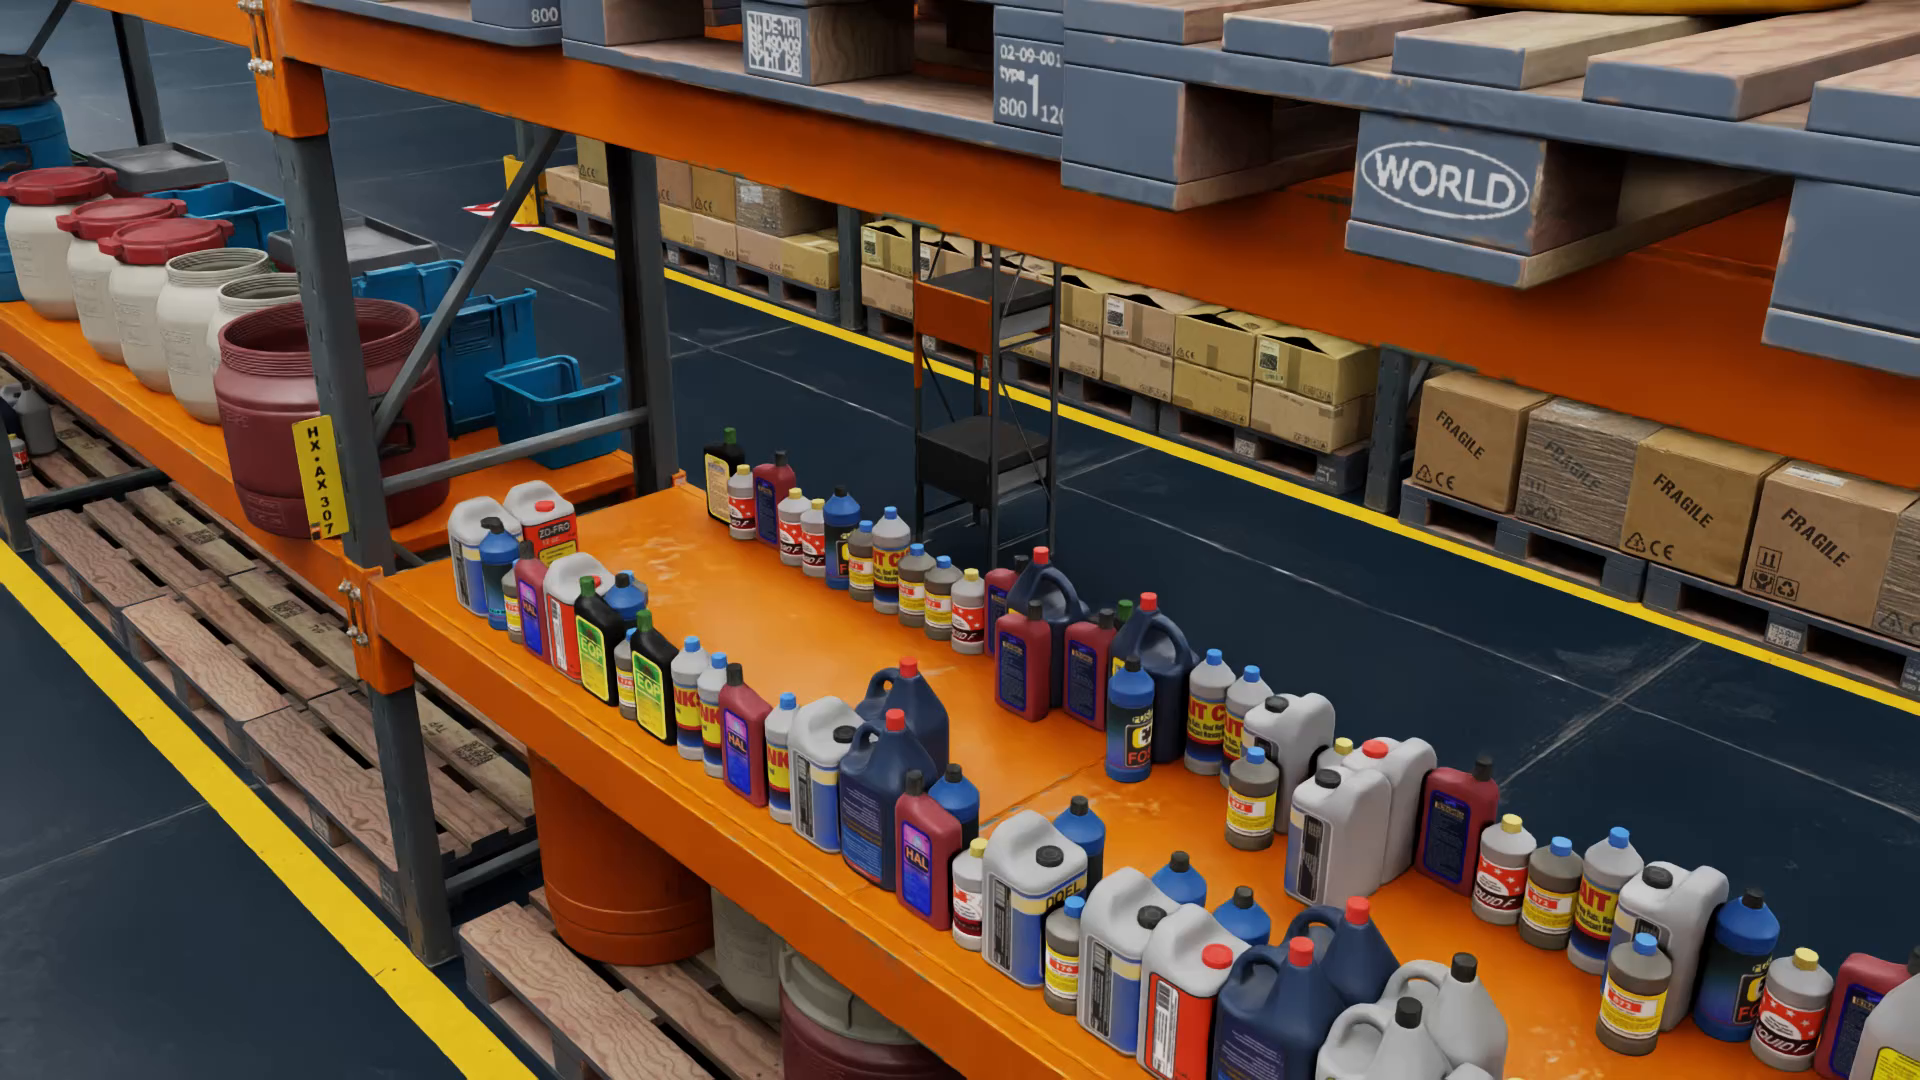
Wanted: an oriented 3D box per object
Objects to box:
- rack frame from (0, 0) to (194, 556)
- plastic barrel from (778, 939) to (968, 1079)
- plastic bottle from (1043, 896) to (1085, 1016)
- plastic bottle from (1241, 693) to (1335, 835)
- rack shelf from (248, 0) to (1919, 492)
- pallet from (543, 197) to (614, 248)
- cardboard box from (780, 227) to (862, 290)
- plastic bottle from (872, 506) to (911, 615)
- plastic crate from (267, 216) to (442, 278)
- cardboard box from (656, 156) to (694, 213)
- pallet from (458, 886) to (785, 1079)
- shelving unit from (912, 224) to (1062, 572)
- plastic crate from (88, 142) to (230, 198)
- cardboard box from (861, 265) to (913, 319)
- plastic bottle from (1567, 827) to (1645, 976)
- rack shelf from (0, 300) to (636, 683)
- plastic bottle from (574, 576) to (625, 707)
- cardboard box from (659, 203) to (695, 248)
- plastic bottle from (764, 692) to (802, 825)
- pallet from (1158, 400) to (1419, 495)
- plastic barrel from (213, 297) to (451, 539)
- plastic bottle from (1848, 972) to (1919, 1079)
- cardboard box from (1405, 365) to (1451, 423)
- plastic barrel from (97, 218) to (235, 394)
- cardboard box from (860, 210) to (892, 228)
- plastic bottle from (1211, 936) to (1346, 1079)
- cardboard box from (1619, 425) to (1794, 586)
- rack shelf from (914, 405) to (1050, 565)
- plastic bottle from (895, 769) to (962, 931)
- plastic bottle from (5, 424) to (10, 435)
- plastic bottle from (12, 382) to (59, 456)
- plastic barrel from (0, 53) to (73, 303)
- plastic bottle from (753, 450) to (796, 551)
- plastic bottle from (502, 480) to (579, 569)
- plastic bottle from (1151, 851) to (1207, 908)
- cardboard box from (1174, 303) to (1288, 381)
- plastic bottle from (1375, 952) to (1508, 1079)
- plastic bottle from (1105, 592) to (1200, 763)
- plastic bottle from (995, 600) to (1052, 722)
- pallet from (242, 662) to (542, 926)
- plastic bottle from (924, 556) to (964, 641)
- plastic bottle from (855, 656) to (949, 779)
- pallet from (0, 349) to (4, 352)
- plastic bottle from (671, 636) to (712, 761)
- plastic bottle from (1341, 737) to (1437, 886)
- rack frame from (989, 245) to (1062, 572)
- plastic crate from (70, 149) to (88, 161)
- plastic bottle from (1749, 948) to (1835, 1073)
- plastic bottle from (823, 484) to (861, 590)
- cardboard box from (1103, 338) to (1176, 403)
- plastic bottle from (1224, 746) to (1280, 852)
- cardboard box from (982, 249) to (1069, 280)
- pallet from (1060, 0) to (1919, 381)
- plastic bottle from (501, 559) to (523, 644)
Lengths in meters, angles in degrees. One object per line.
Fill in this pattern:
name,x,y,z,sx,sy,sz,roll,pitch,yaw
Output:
rack frame,-3.984,-1.454,7.324,1.000,3.000,0.127,-21,32,-38
plastic barrel,-0.131,1.149,4.016,0.600,0.588,0.708,-21,32,-38
plastic bottle,0.193,0.701,2.840,0.097,0.201,0.097,0,25,0
plastic bottle,0.655,0.427,3.350,0.152,0.276,0.135,-21,32,-38
rack shelf,0.117,-0.674,2.866,1.077,0.370,4.000,-21,32,-38
pallet,-2.546,-2.582,13.155,1.003,0.211,1.213,-21,32,-38
cardboard box,-0.842,-1.877,11.057,0.500,0.250,0.500,-21,32,-38
plastic bottle,-0.172,0.046,4.191,0.097,0.271,0.097,0,25,0
plastic crate,-2.131,-0.848,5.917,0.402,0.464,0.583,-21,32,-38
cardboard box,-1.872,-2.671,11.893,0.500,0.500,0.500,-21,32,-38
pallet,-0.680,1.253,4.748,1.003,0.211,1.213,-21,32,-38
shelving unit,0.113,-0.905,7.204,0.431,2.100,0.503,-21,32,-38
plastic crate,-3.429,-1.423,7.179,0.402,0.464,0.583,-21,32,-38
cardboard box,-0.271,-1.606,10.463,0.500,0.250,0.500,-22,33,-40
plastic bottle,1.137,0.626,2.919,0.097,0.271,0.097,0,25,0
rack shelf,-2.617,-0.521,6.145,1.077,0.370,4.000,-21,32,-38
plastic bottle,-0.815,0.227,3.778,0.061,0.283,0.133,-21,32,-38
cardboard box,-1.871,-2.330,12.050,0.500,0.250,0.500,-21,32,-38
plastic bottle,-0.341,0.432,3.345,0.097,0.271,0.097,0,25,0
pallet,1.834,-0.638,8.895,1.003,0.211,1.213,-21,32,-38
plastic barrel,-1.788,-0.359,4.759,0.600,0.536,0.708,-21,32,-38
plastic bottle,1.453,0.781,2.483,0.144,0.351,0.185,-21,32,-38
cardboard box,2.225,-0.828,8.759,0.500,0.250,0.500,-21,32,-39
plastic barrel,-2.693,-0.811,5.749,0.433,0.535,0.433,0,25,0
cardboard box,-0.454,-2.369,11.232,0.500,0.500,0.500,-21,32,-38
plastic bottle,0.491,0.750,2.551,0.144,0.351,0.185,-21,32,-38
cardboard box,3.172,-0.180,7.012,0.500,0.500,0.500,-22,32,-39
rack shelf,0.113,-0.256,7.500,0.431,0.518,0.480,-21,32,-38
plastic bottle,-0.057,0.563,3.042,0.061,0.283,0.133,-21,32,-38
plastic bottle,-4.553,-0.471,7.911,0.061,0.283,0.133,-19,31,-36
plastic bottle,-4.529,-0.603,8.120,0.144,0.351,0.185,-21,32,-38
plastic barrel,-3.941,-1.479,6.775,0.600,0.901,0.708,-21,32,-38
plastic bottle,-0.504,-0.118,4.535,0.061,0.283,0.133,-21,32,-38
plastic bottle,-1.079,-0.006,4.299,0.152,0.276,0.135,-21,32,-38
plastic bottle,0.371,0.655,2.855,0.097,0.271,0.097,0,25,0
cardboard box,1.471,-1.086,8.648,0.500,0.311,0.500,-22,32,-39
plastic bottle,0.722,0.765,2.518,0.144,0.351,0.185,-21,32,-38
plastic bottle,0.415,0.284,3.572,0.144,0.351,0.185,-21,32,-38
plastic bottle,0.140,0.255,3.717,0.061,0.283,0.133,-21,32,-38
pallet,-1.751,0.781,5.785,1.003,0.211,1.213,-21,32,-38
plastic bottle,-0.039,0.137,4.076,0.097,0.201,0.097,0,25,0
plastic bottle,-0.117,0.389,3.343,0.144,0.351,0.185,-21,32,-38
pallet,-6.080,-1.140,9.995,1.003,0.211,1.213,-21,32,-38
plastic bottle,-0.566,0.332,3.562,0.097,0.271,0.097,0,25,0
plastic bottle,0.813,0.497,3.196,0.152,0.276,0.135,-21,32,-38
rack frame,0.280,-0.831,7.042,0.400,2.100,0.015,-21,32,-38
plastic crate,-4.706,-1.849,8.445,0.450,0.188,0.662,-21,32,-38
plastic bottle,1.362,0.758,2.715,0.097,0.201,0.097,0,25,0
plastic bottle,-0.306,-0.013,4.320,0.097,0.271,0.097,0,25,0
cardboard box,1.134,-0.985,9.102,0.500,0.250,0.500,-20,31,-37
plastic bottle,0.576,0.502,3.275,0.097,0.201,0.097,0,25,0
cardboard box,0.428,-1.548,9.661,0.500,0.311,0.500,23,33,40
pallet,0.877,-0.519,1.887,1.213,0.211,1.003,-21,32,-38
plastic bottle,-1.064,0.143,4.061,0.097,0.201,0.097,0,25,0
